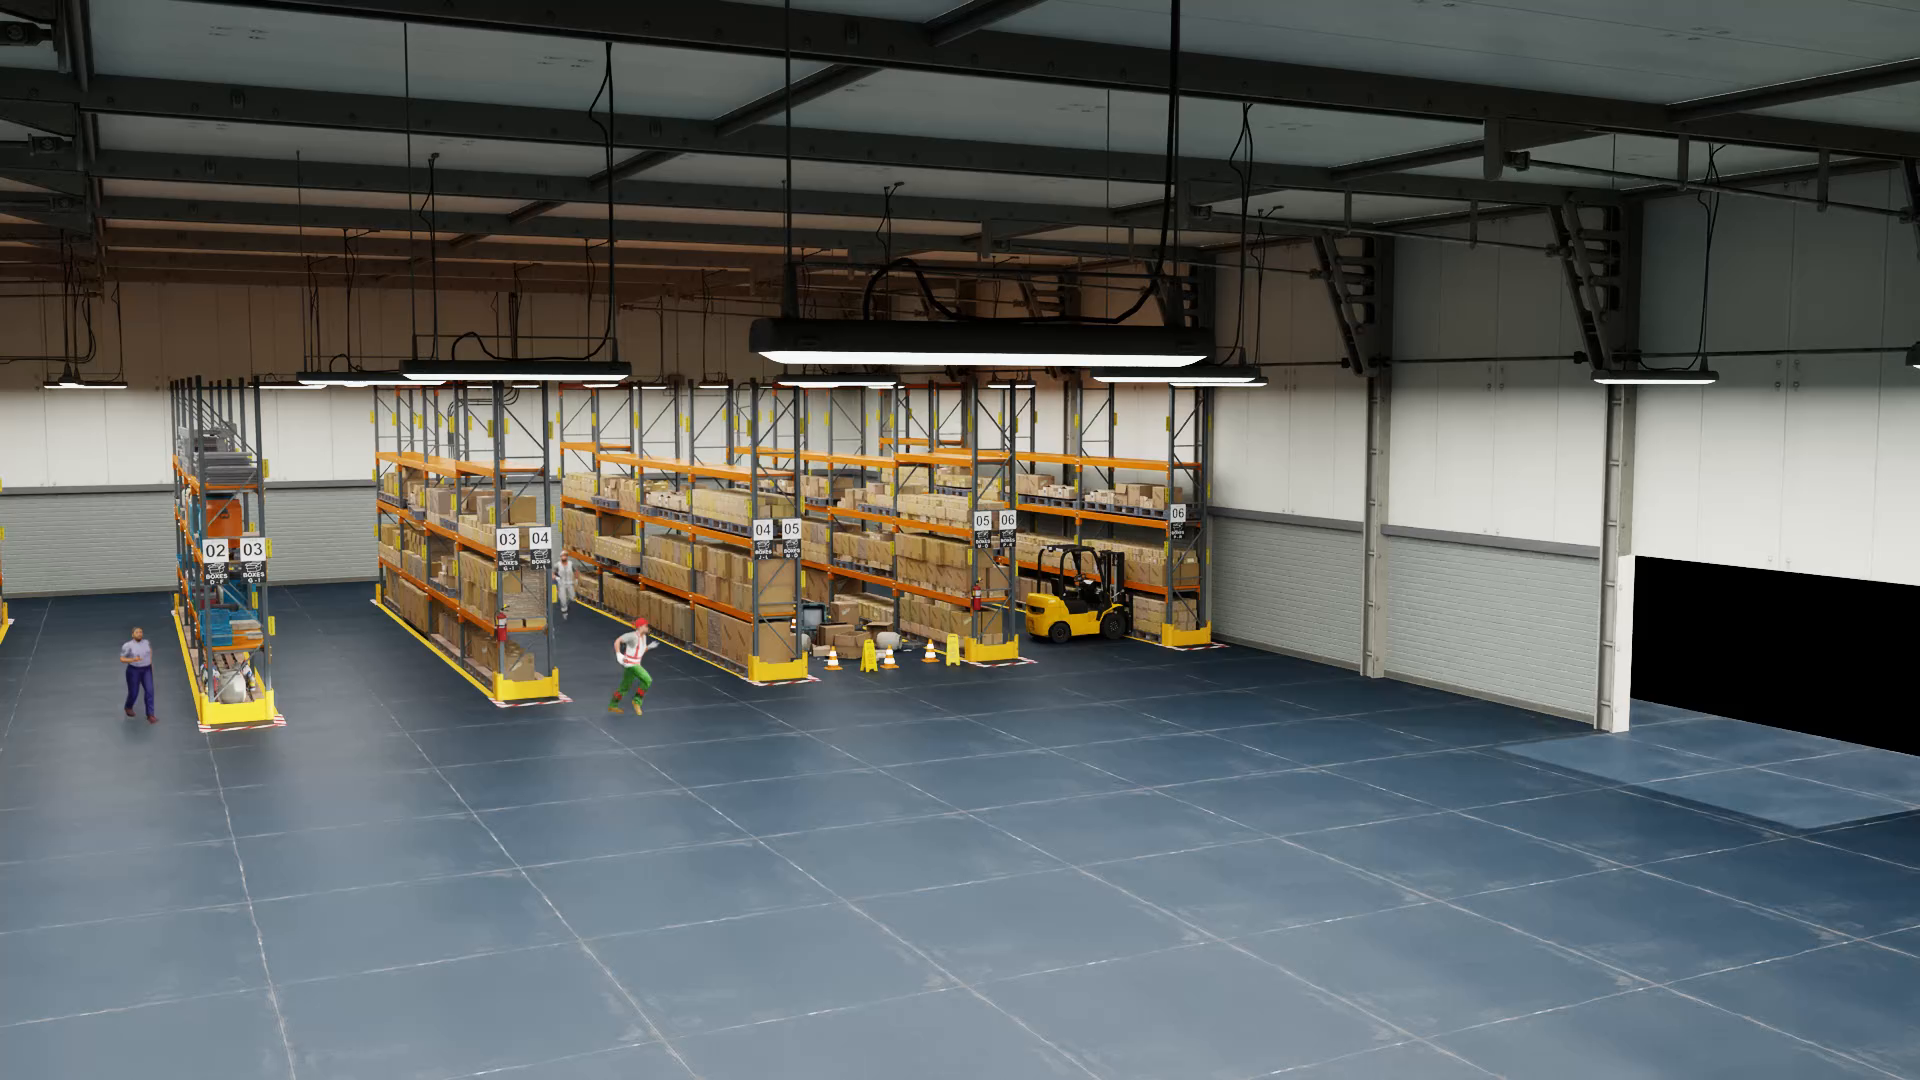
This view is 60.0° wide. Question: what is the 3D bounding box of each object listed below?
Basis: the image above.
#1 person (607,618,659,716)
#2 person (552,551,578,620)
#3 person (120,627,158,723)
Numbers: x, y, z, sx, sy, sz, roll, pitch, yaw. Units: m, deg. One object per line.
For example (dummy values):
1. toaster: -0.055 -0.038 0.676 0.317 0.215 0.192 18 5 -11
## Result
1. person: -5.789 2.236 29.369 0.928 1.727 0.644 0 5 3
2. person: -9.919 1.137 41.800 0.700 1.742 0.609 -2 5 -22
3. person: -14.221 2.317 28.820 0.908 1.639 0.608 5 7 43
